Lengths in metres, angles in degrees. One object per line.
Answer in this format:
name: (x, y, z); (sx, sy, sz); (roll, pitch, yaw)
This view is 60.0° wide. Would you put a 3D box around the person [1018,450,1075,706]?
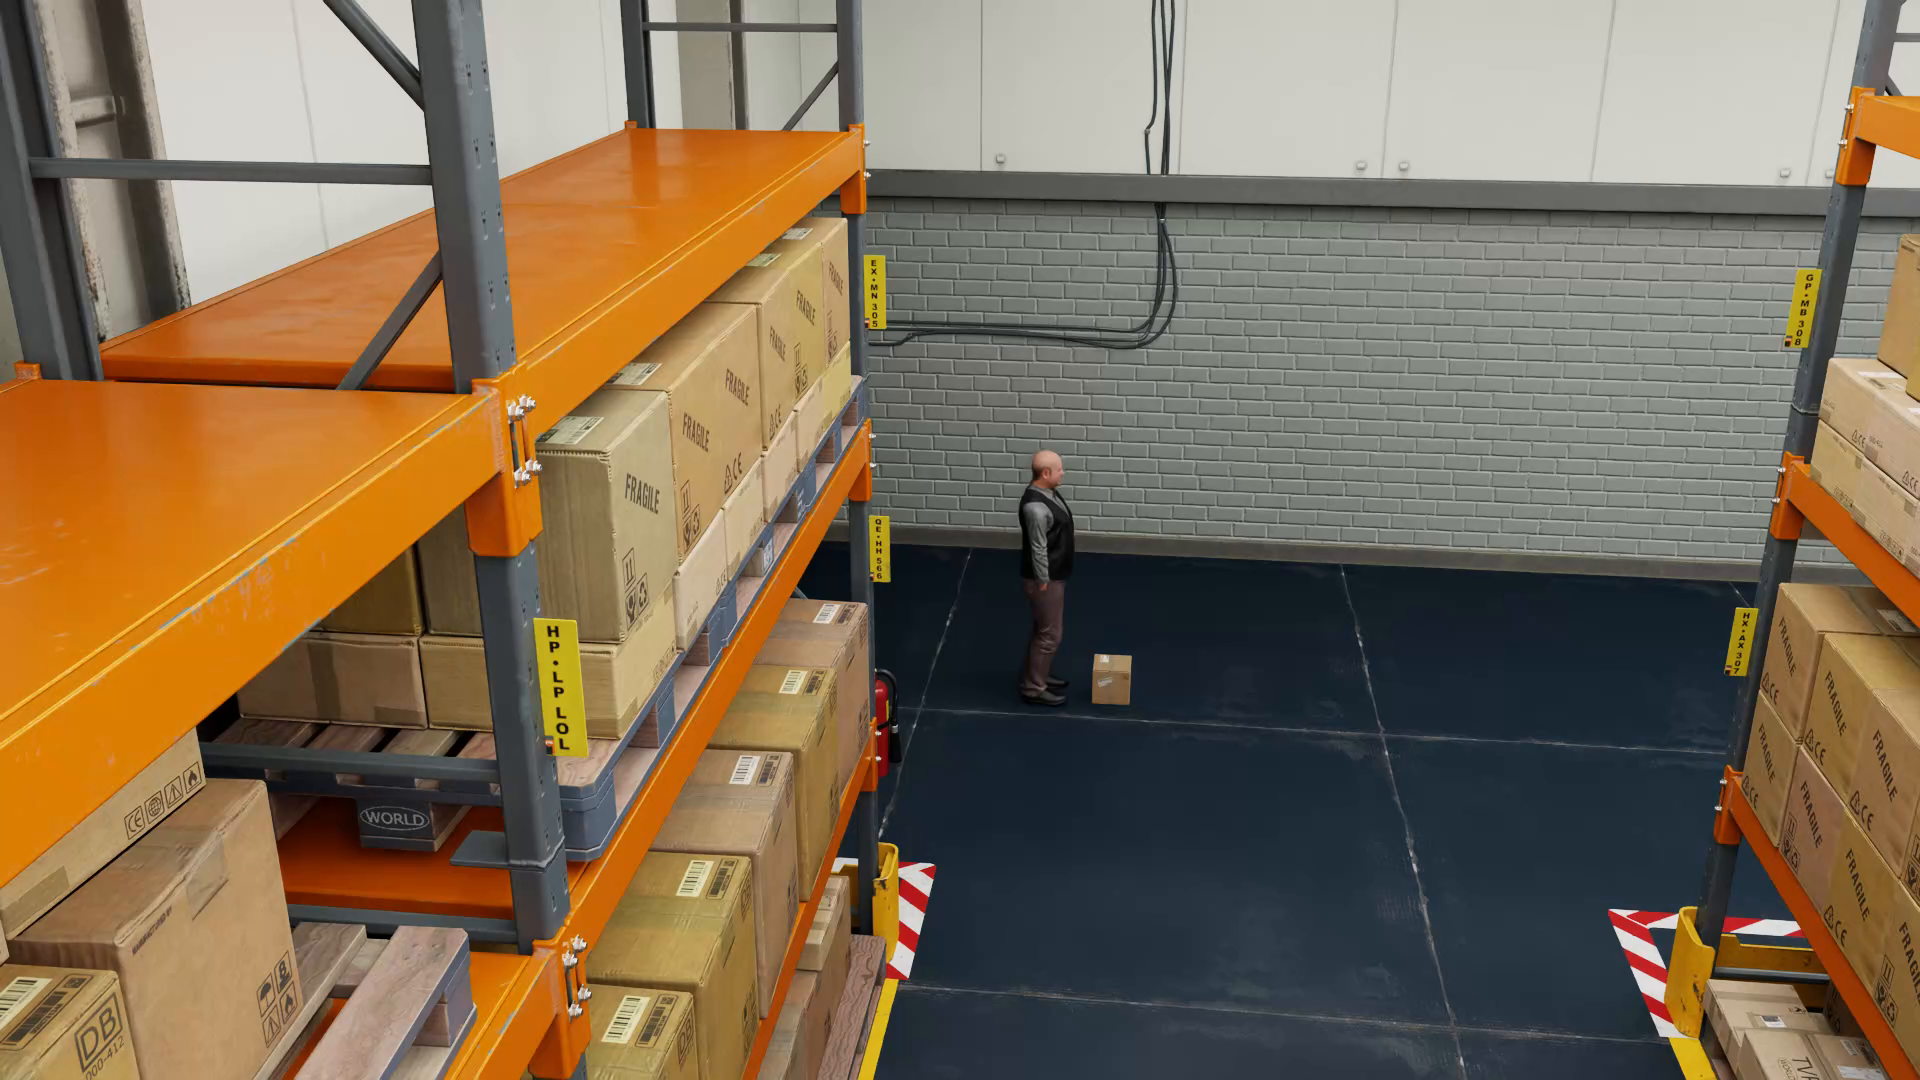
person: (0.569, 0.232, 10.956); (0.360, 1.716, 0.533); (3, 21, 7)
